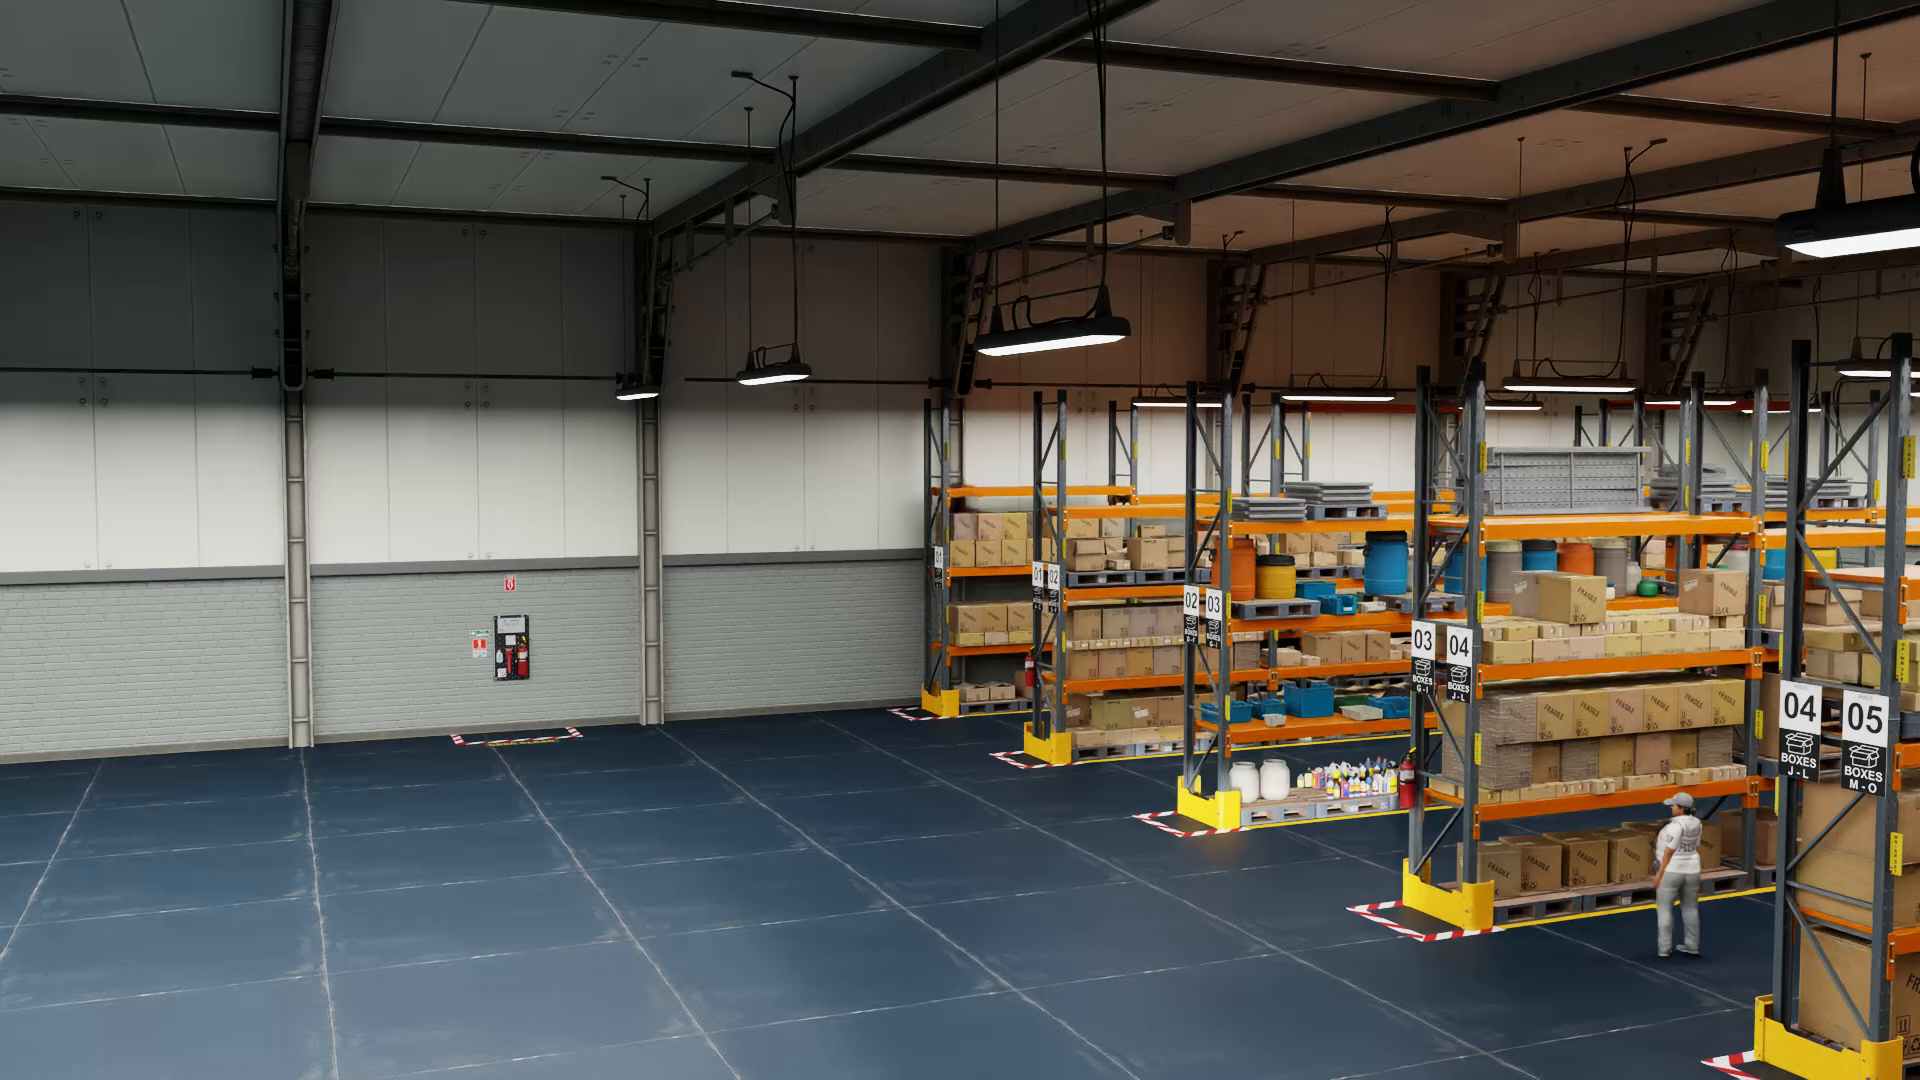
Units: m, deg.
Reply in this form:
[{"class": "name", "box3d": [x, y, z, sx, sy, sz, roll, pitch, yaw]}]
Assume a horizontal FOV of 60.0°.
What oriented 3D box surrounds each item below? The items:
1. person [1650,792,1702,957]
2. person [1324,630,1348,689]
[{"class": "person", "box3d": [7.205, 3.360, 16.709, 0.517, 1.679, 0.420, -1, 3, -15]}, {"class": "person", "box3d": [7.297, 2.514, 31.953, 0.864, 1.519, 0.453, -1, 3, -15]}]
